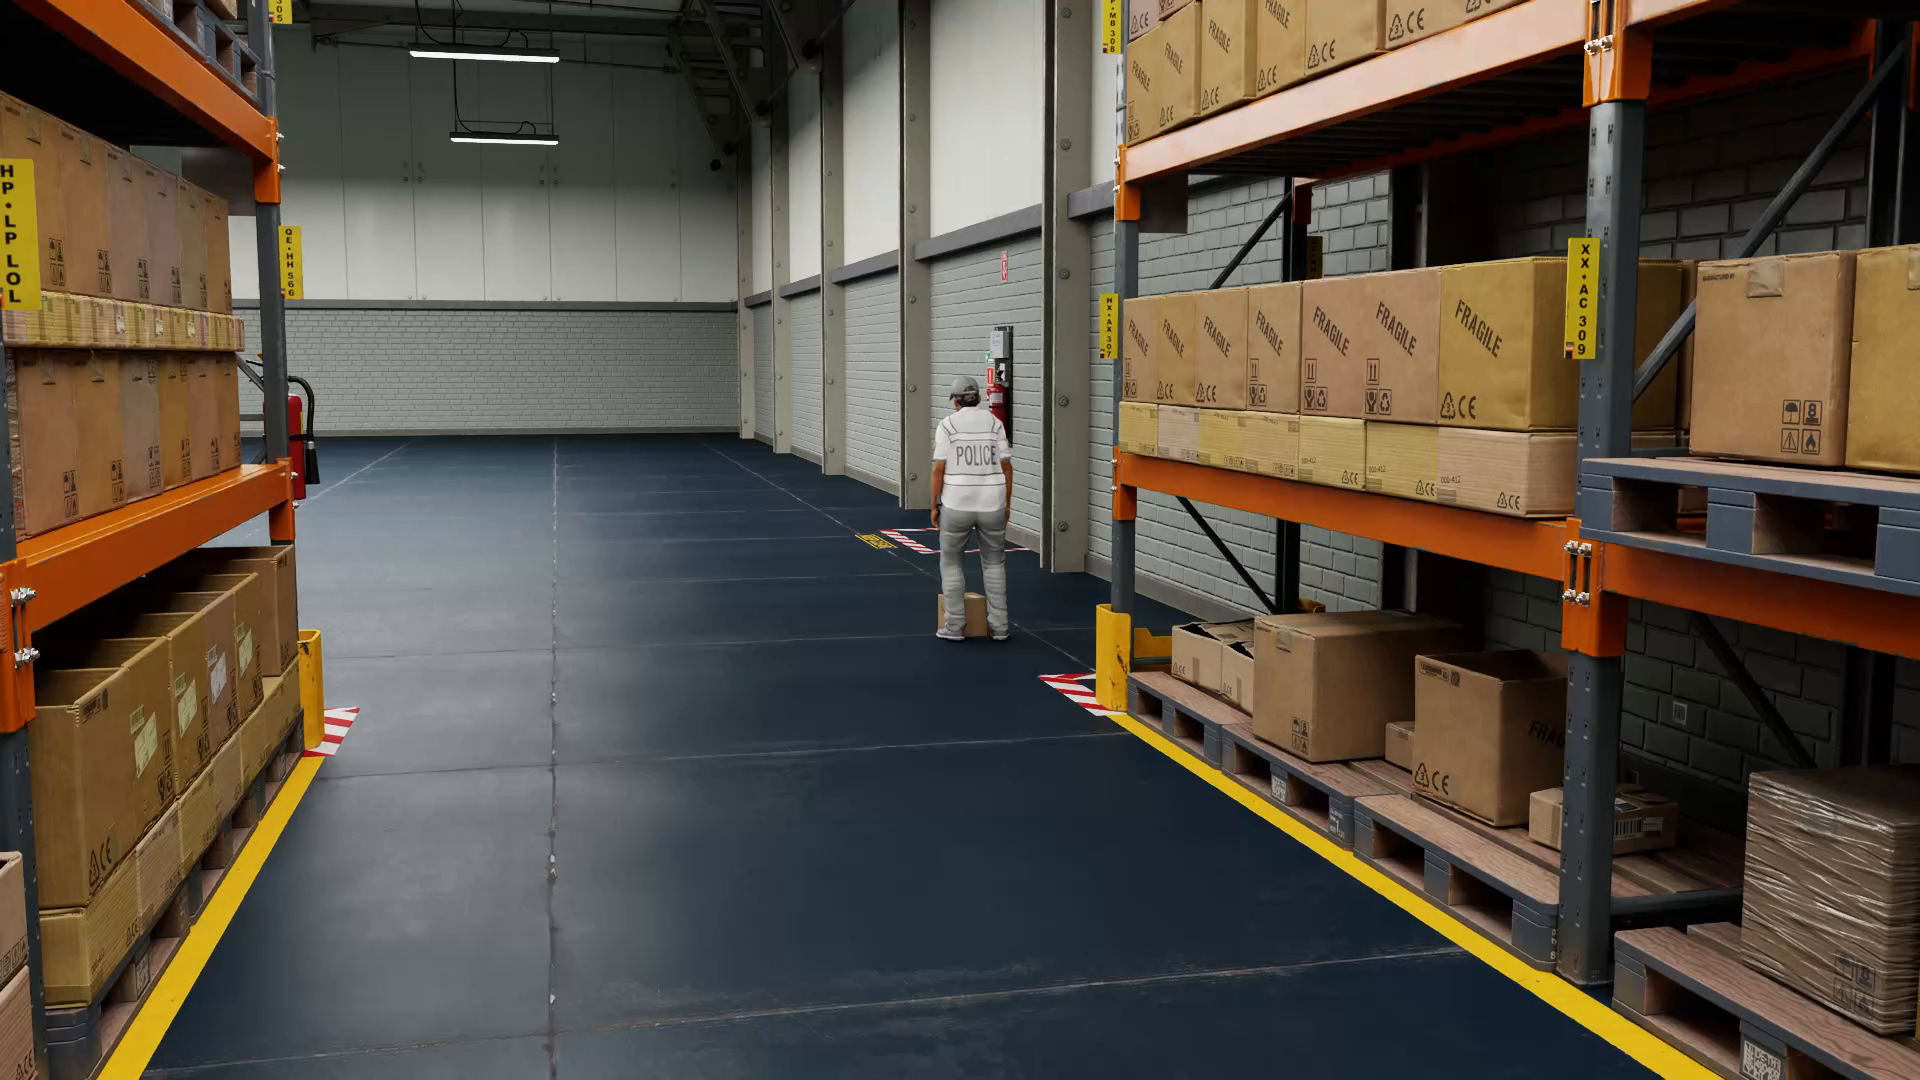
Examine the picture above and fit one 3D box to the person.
[{"bbox_3d":[0.073,-0.195,10.444,0.537,1.665,0.470,-2,6,-14],"label":"person"}]
